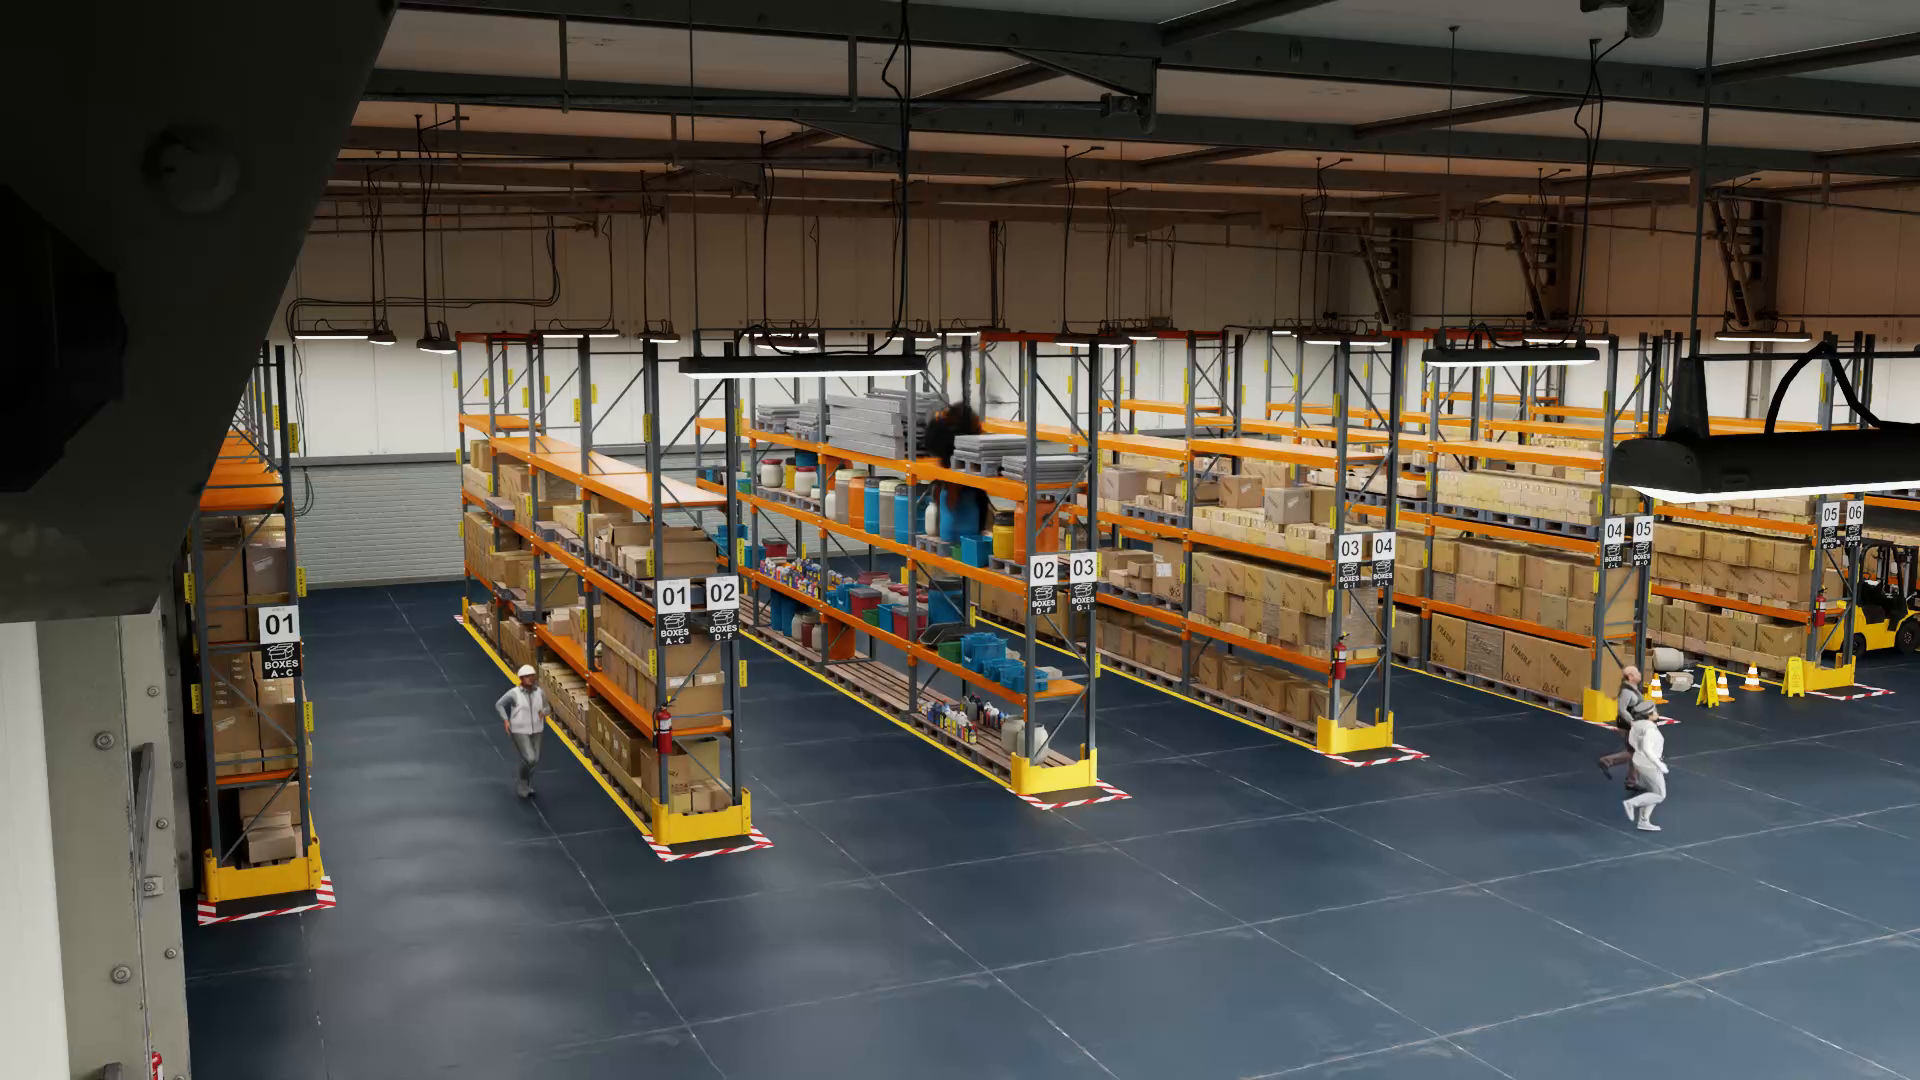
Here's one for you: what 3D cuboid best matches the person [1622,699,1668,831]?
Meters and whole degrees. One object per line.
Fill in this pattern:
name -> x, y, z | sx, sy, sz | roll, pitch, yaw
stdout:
person -> 8.420, 2.773, 20.466 | 0.555, 1.657, 0.615 | 0, 8, -1

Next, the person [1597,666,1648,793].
person -> 8.903, 2.515, 22.250 | 0.664, 1.706, 0.659 | 3, 8, 19

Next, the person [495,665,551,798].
person -> -5.672, 2.516, 21.857 | 0.644, 1.751, 0.642 | -7, 10, -41
